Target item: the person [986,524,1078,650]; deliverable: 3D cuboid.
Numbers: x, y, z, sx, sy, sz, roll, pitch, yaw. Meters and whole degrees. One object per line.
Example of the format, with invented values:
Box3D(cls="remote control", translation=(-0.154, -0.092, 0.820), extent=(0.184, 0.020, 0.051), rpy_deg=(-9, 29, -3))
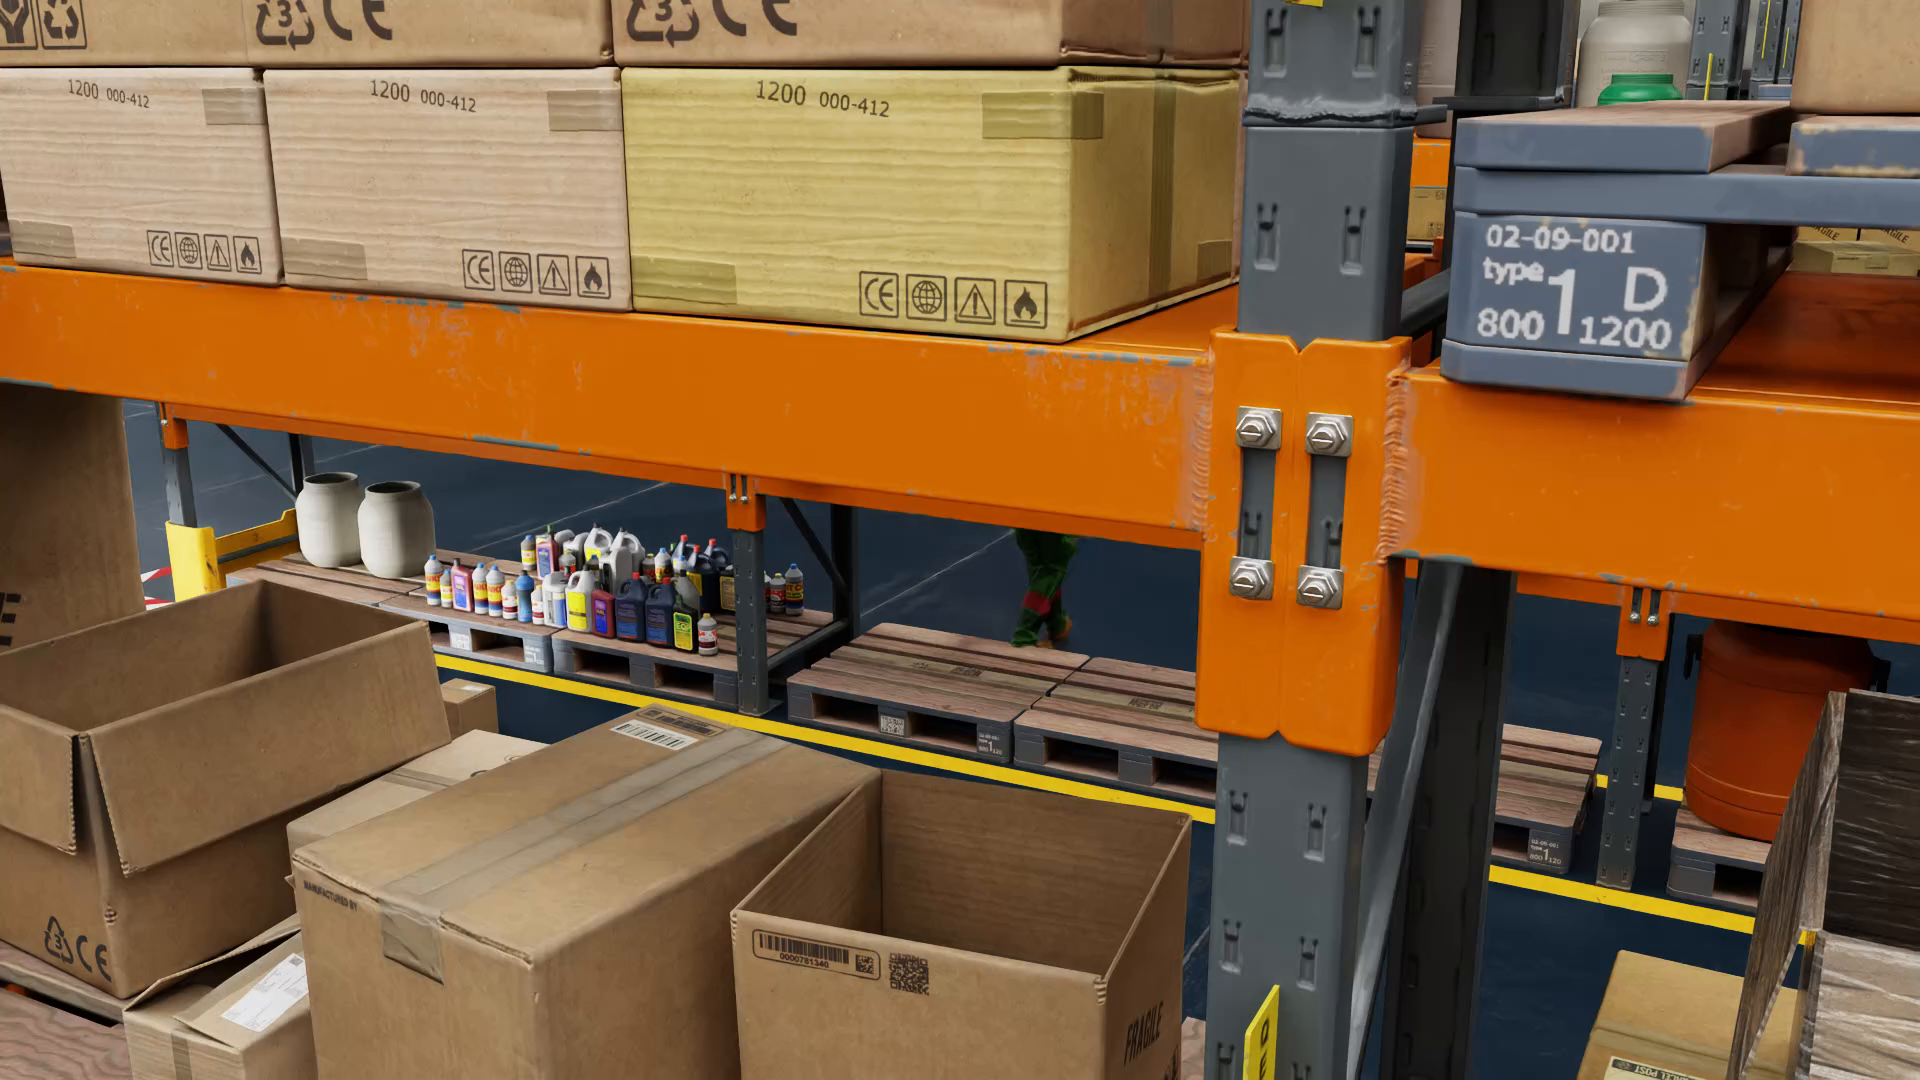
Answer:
Box3D(cls="person", translation=(0.489, -0.254, 8.711), extent=(0.630, 1.750, 0.842), rpy_deg=(8, 18, 27))
